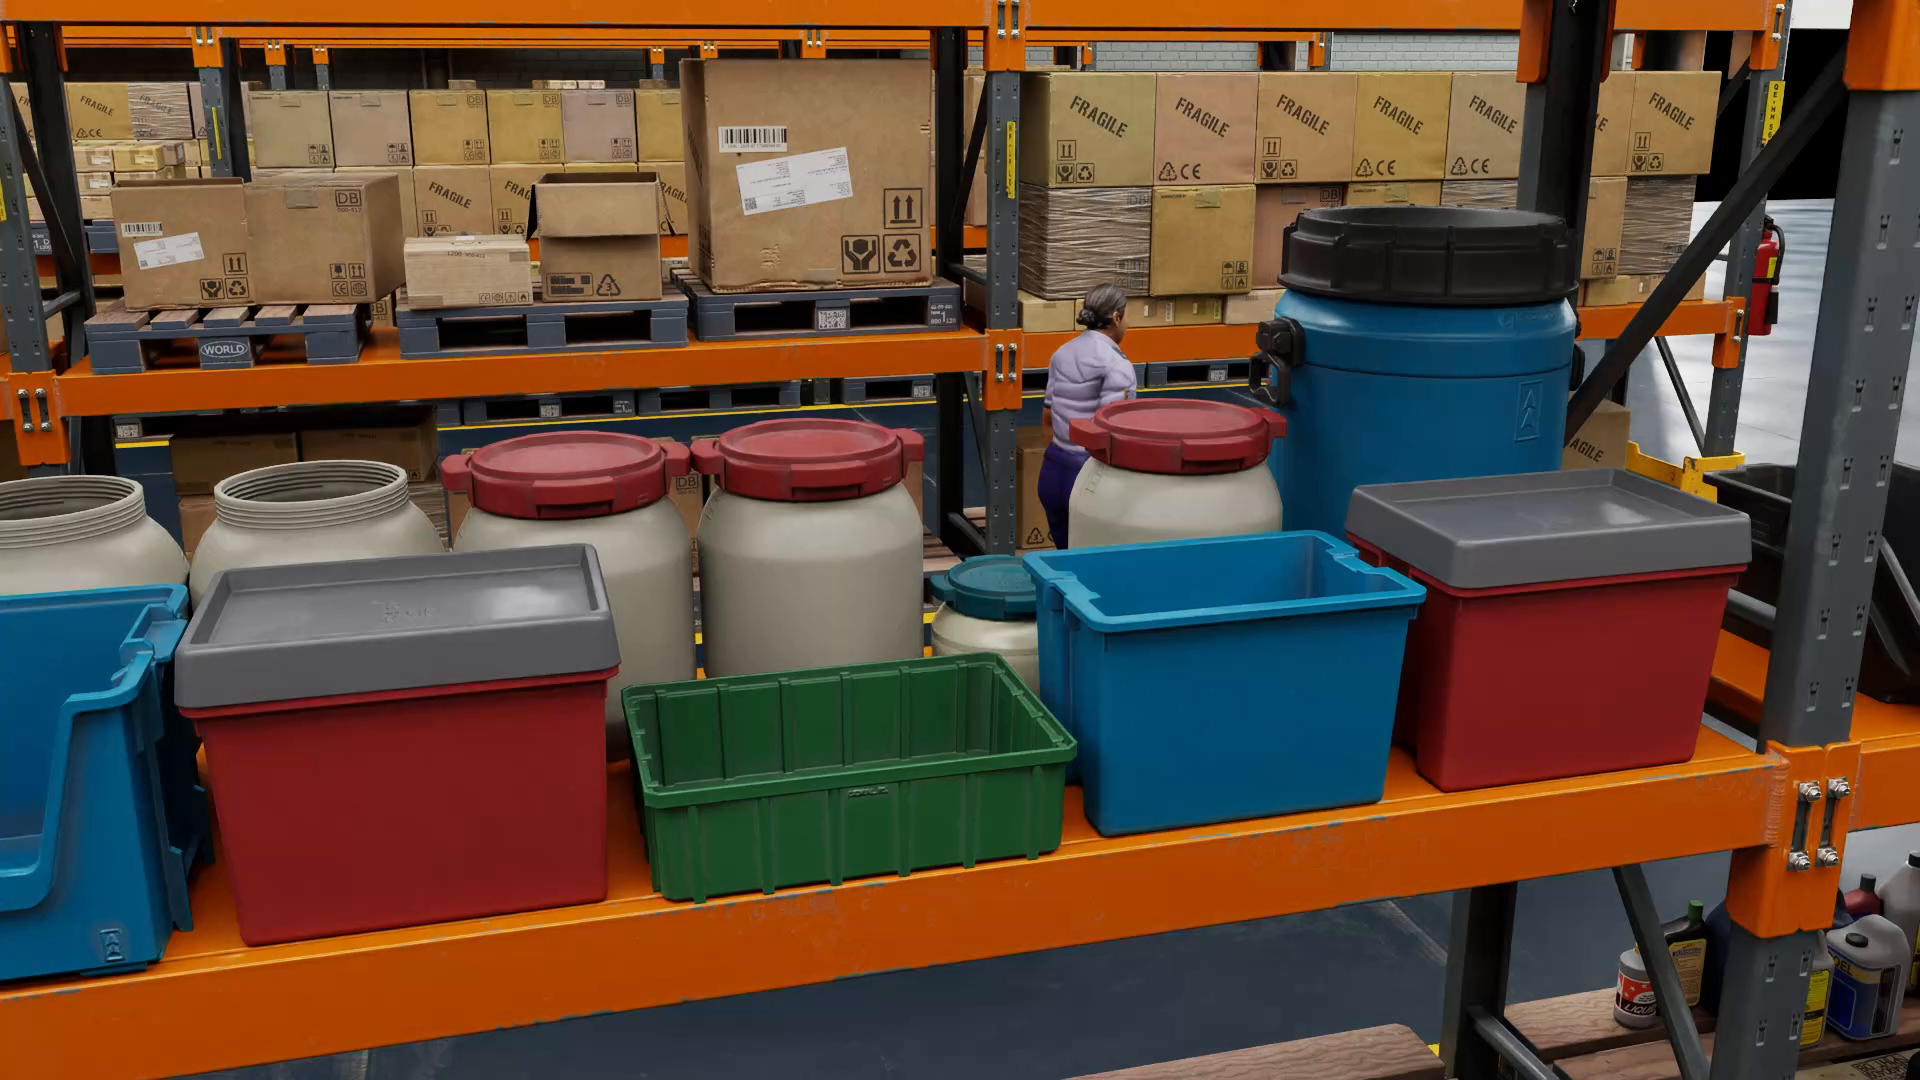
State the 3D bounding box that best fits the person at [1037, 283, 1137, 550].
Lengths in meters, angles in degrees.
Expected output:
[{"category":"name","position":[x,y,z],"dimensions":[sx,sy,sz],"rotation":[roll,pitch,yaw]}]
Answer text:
[{"category":"person","position":[0.542,-0.211,6.777],"dimensions":[0.369,1.651,0.544],"rotation":[-11,19,-33]}]
